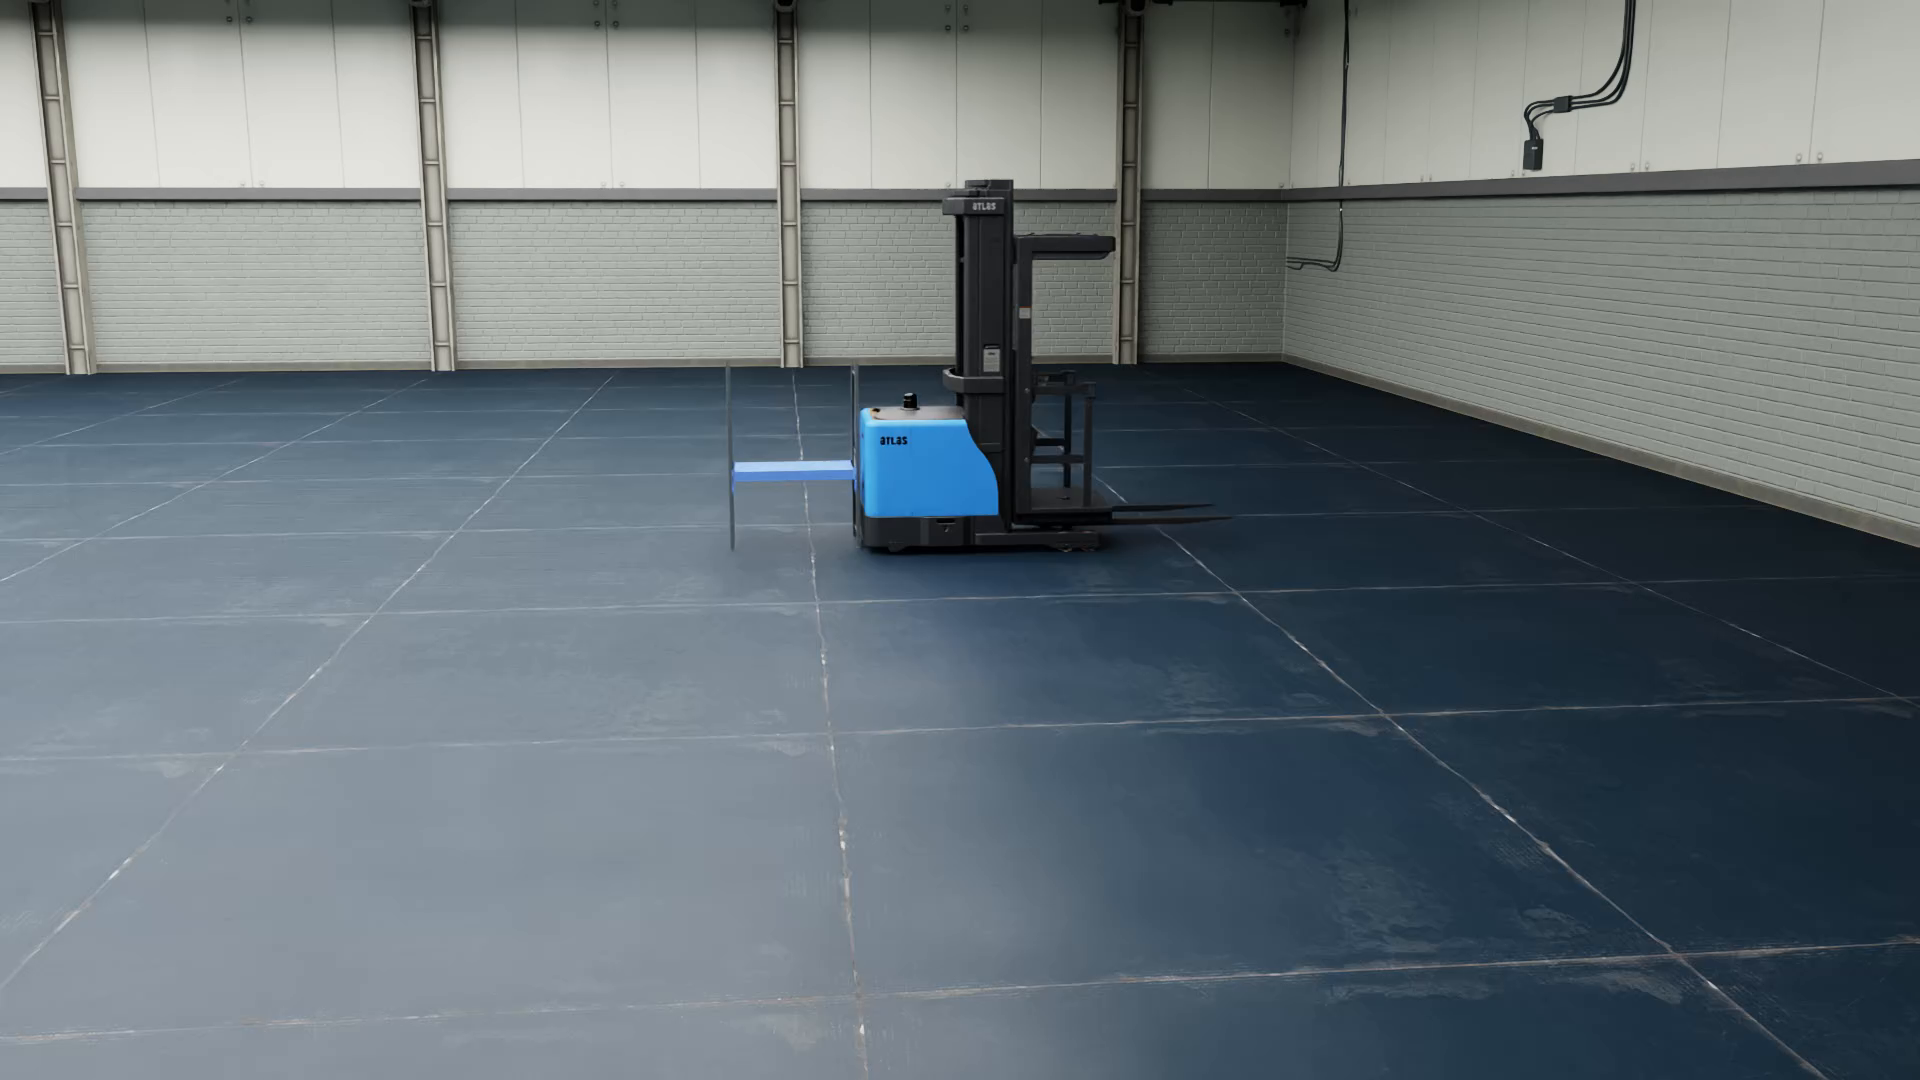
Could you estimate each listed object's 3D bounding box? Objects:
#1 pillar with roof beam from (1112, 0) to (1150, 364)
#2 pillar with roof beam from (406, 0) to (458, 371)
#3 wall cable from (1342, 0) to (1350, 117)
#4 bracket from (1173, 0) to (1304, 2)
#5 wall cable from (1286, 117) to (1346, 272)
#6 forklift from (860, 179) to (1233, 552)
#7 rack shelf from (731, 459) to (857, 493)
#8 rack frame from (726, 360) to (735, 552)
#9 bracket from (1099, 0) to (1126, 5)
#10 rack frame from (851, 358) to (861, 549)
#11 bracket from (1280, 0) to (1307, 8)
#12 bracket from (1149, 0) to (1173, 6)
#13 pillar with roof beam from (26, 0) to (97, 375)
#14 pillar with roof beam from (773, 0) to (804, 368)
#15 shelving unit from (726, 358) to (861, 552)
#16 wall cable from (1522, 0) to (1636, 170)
[{"bbox_3d":[3.449,-6.791,25.084,0.548,9.000,9.100,-1,11,-6],"label":"pillar with roof beam"},{"bbox_3d":[-8.481,-6.541,23.812,0.548,9.000,9.100,-1,11,-6],"label":"pillar with roof beam"},{"bbox_3d":[6.348,-7.860,25.479,0.112,2.526,3.097,-1,11,-6],"label":"wall cable"},{"bbox_3d":[5.204,-9.361,28.822,3.189,0.066,0.076,-1,11,-6],"label":"bracket"},{"bbox_3d":[6.056,-5.901,28.605,0.112,2.526,3.097,-1,11,-6],"label":"wall cable"},{"bbox_3d":[0.706,-1.440,13.597,3.031,2.935,1.130,-1,11,-6],"label":"forklift"},{"bbox_3d":[-1.359,-0.526,13.586,1.000,0.185,0.538,-1,11,-7],"label":"rack shelf"},{"bbox_3d":[-1.863,-0.690,13.488,0.032,1.500,0.500,-1,11,-7],"label":"rack frame"},{"bbox_3d":[2.610,-9.306,28.546,0.430,0.232,0.235,-1,11,-6],"label":"bracket"},{"bbox_3d":[-0.854,-0.714,13.614,0.032,1.500,0.500,-1,11,-7],"label":"rack frame"},{"bbox_3d":[5.791,-9.373,28.885,0.430,0.232,0.235,-1,11,-6],"label":"bracket"},{"bbox_3d":[3.435,-9.323,28.634,0.430,0.232,0.235,-1,11,-6],"label":"bracket"},{"bbox_3d":[-14.446,-6.416,23.177,0.548,9.000,9.100,-1,11,-6],"label":"pillar with roof beam"},{"bbox_3d":[-2.516,-6.666,24.448,0.548,9.000,9.100,-1,11,-6],"label":"pillar with roof beam"},{"bbox_3d":[-1.359,-0.702,13.551,1.048,1.500,0.538,-1,11,-7],"label":"shelving unit"},{"bbox_3d":[7.065,-7.272,18.715,0.169,6.003,2.305,-1,11,-6],"label":"wall cable"}]
